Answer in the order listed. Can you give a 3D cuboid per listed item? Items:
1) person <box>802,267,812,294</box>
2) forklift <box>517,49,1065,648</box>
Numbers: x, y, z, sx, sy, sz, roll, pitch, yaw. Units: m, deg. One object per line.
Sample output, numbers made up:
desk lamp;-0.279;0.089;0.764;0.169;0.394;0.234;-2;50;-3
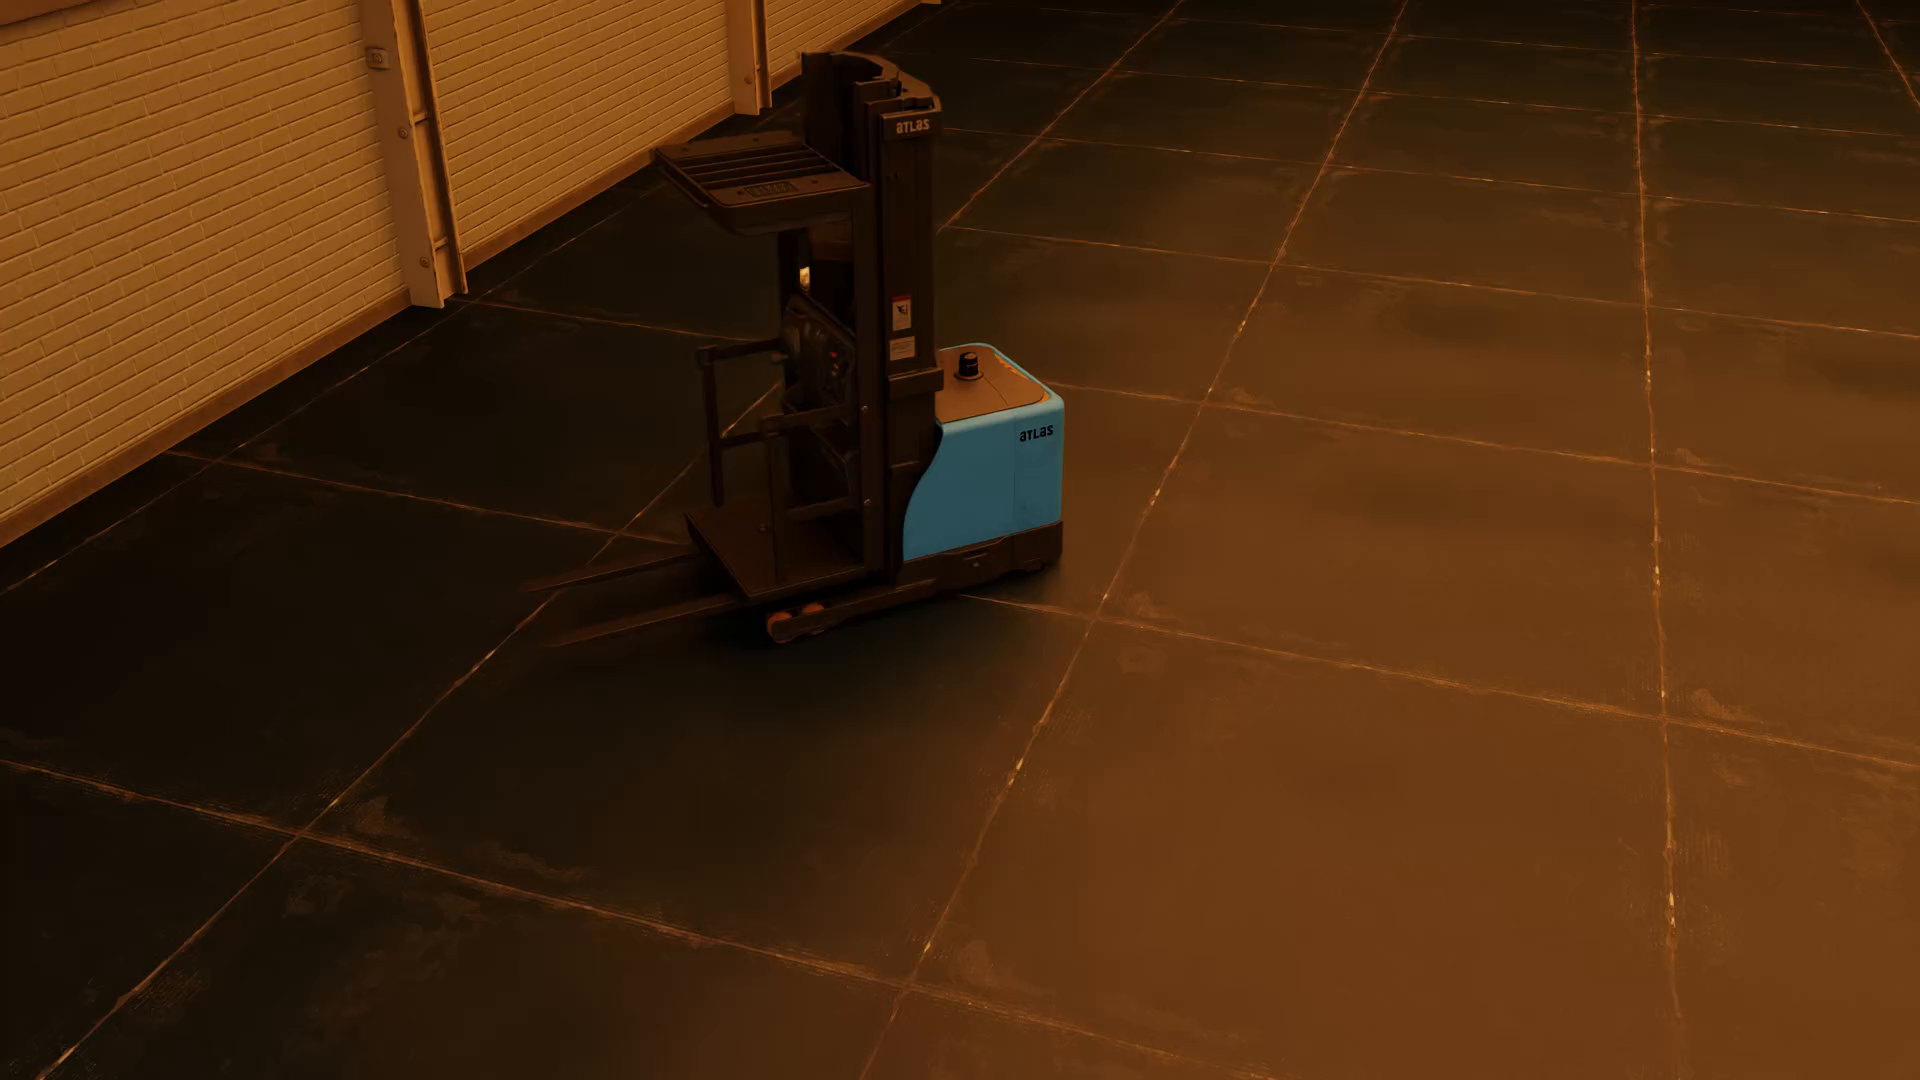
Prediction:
person;-0.697;-1.284;10.802;1.119;1.532;0.737;25;38;37
forklift;-0.948;-1.008;8.905;3.031;2.935;1.130;-14;33;-23
